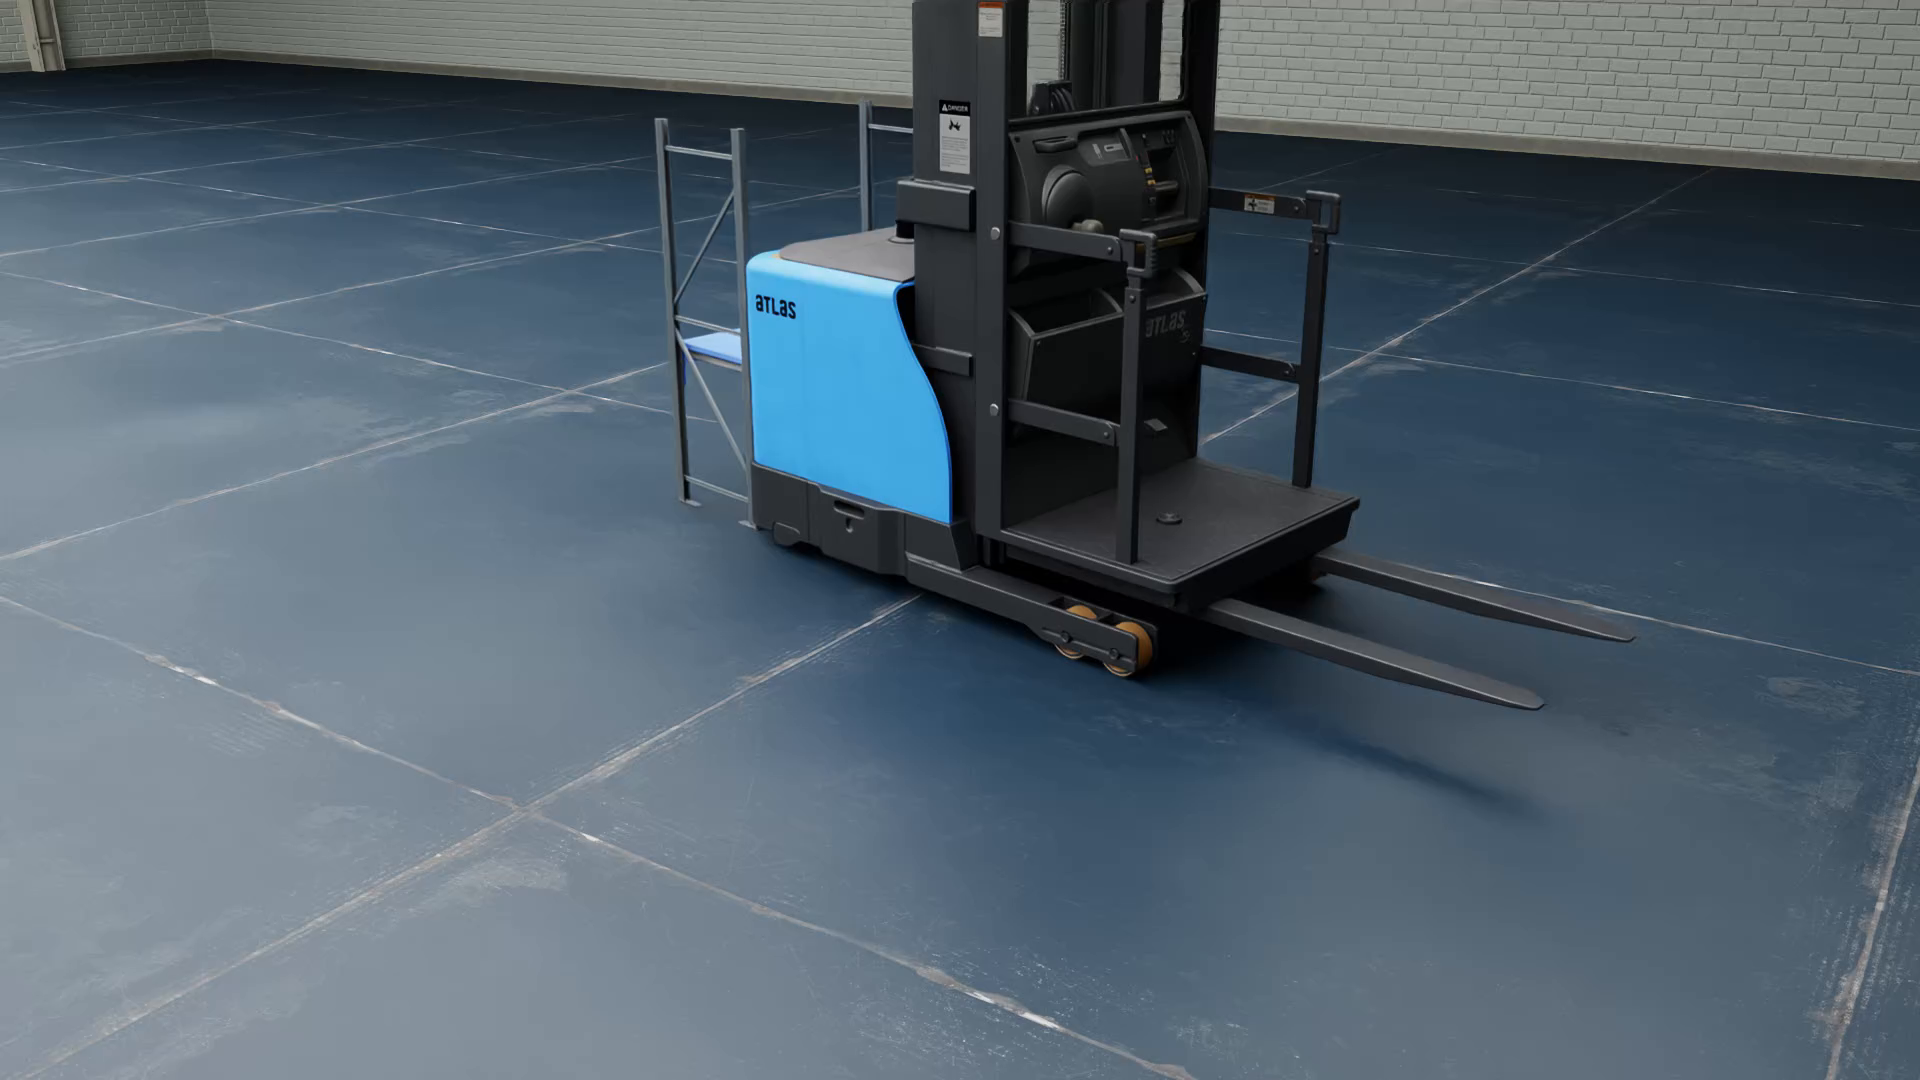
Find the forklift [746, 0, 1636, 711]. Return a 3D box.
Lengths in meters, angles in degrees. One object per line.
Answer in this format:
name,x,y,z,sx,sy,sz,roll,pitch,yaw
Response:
forklift,0.645,-1.158,5.171,3.031,2.935,1.130,18,27,40

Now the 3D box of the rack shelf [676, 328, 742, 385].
rack shelf,-0.587,-0.759,6.675,0.538,0.185,1.000,19,28,41

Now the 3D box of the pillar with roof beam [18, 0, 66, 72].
pillar with roof beam,-10.950,-10.859,22.651,9.100,9.000,0.400,13,24,32

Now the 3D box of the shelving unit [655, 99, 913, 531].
shelving unit,-0.587,-0.928,6.612,0.538,1.500,1.048,19,28,41

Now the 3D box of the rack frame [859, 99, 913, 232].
rack frame,-0.229,-1.053,6.951,0.500,1.500,0.032,19,28,41

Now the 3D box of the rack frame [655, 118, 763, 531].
rack frame,-0.945,-0.803,6.274,0.500,1.500,0.032,19,28,41
